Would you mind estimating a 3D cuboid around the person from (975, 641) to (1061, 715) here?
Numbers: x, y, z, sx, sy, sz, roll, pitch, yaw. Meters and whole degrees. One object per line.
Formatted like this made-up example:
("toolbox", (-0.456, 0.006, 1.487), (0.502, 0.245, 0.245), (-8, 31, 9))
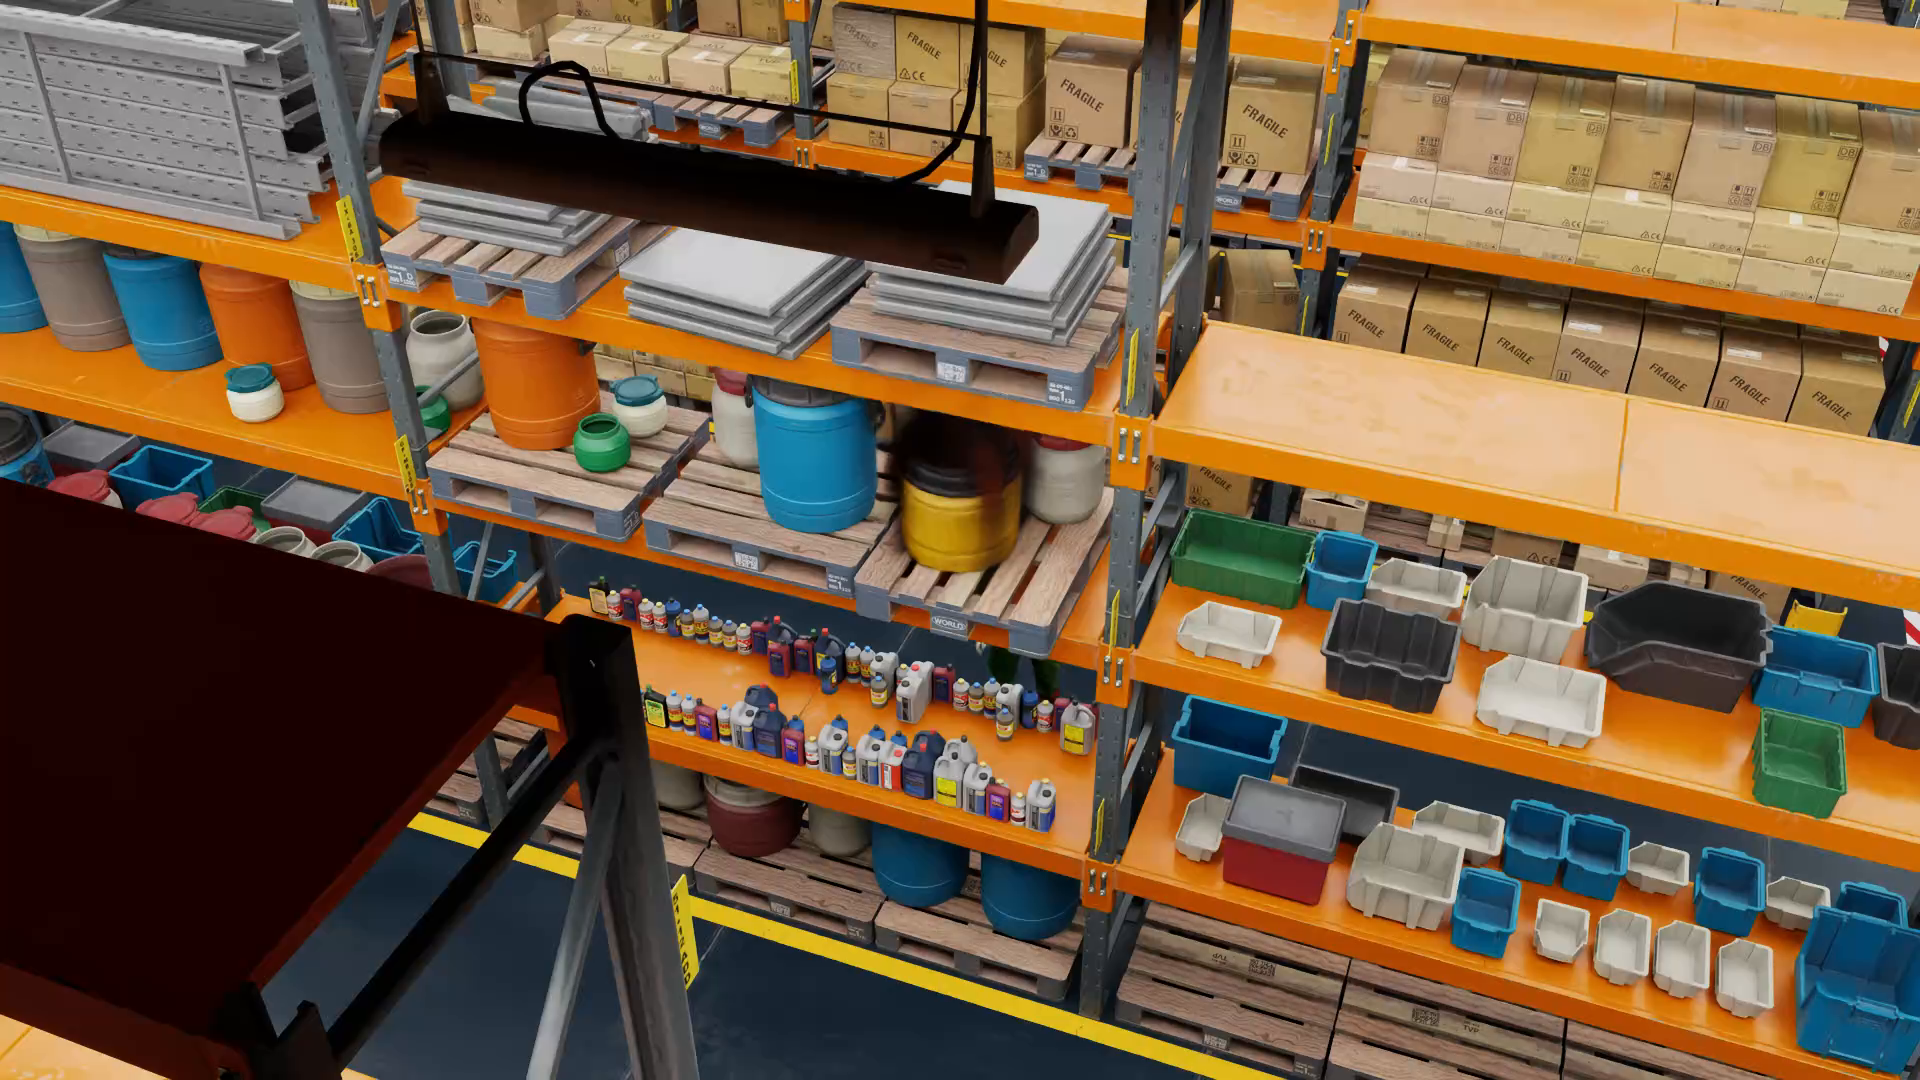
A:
("person", (0.411, 0.598, 10.813), (0.627, 1.779, 0.450), (-1, 37, -1))
